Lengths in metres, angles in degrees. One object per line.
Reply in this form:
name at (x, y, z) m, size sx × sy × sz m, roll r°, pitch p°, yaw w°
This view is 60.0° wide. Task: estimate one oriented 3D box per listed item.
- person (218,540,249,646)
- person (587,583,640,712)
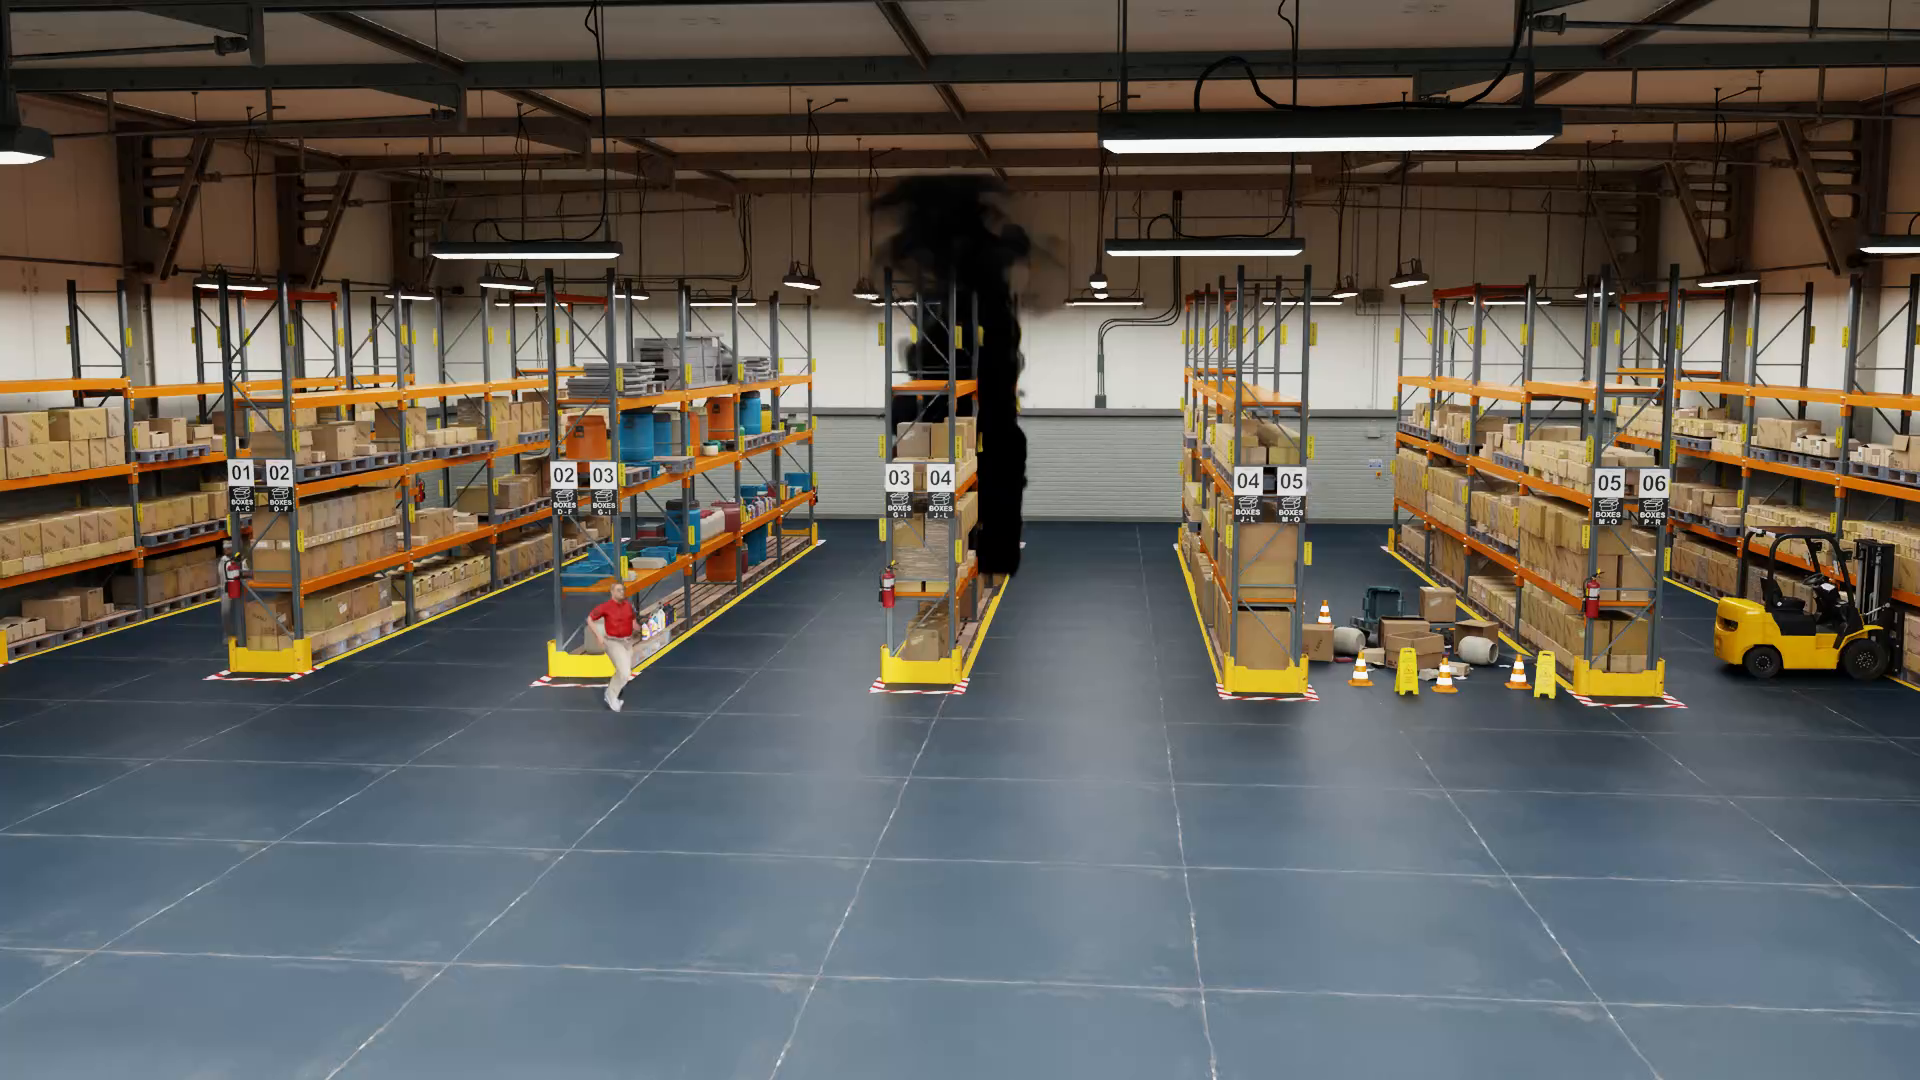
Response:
person at (-11.940, 0.862, 27.379) m, size 0.546 × 1.766 × 0.756 m, roll 0°, pitch 7°, yaw 0°
person at (-4.583, 1.445, 22.406) m, size 0.703 × 1.740 × 0.641 m, roll 4°, pitch 8°, yaw 33°
